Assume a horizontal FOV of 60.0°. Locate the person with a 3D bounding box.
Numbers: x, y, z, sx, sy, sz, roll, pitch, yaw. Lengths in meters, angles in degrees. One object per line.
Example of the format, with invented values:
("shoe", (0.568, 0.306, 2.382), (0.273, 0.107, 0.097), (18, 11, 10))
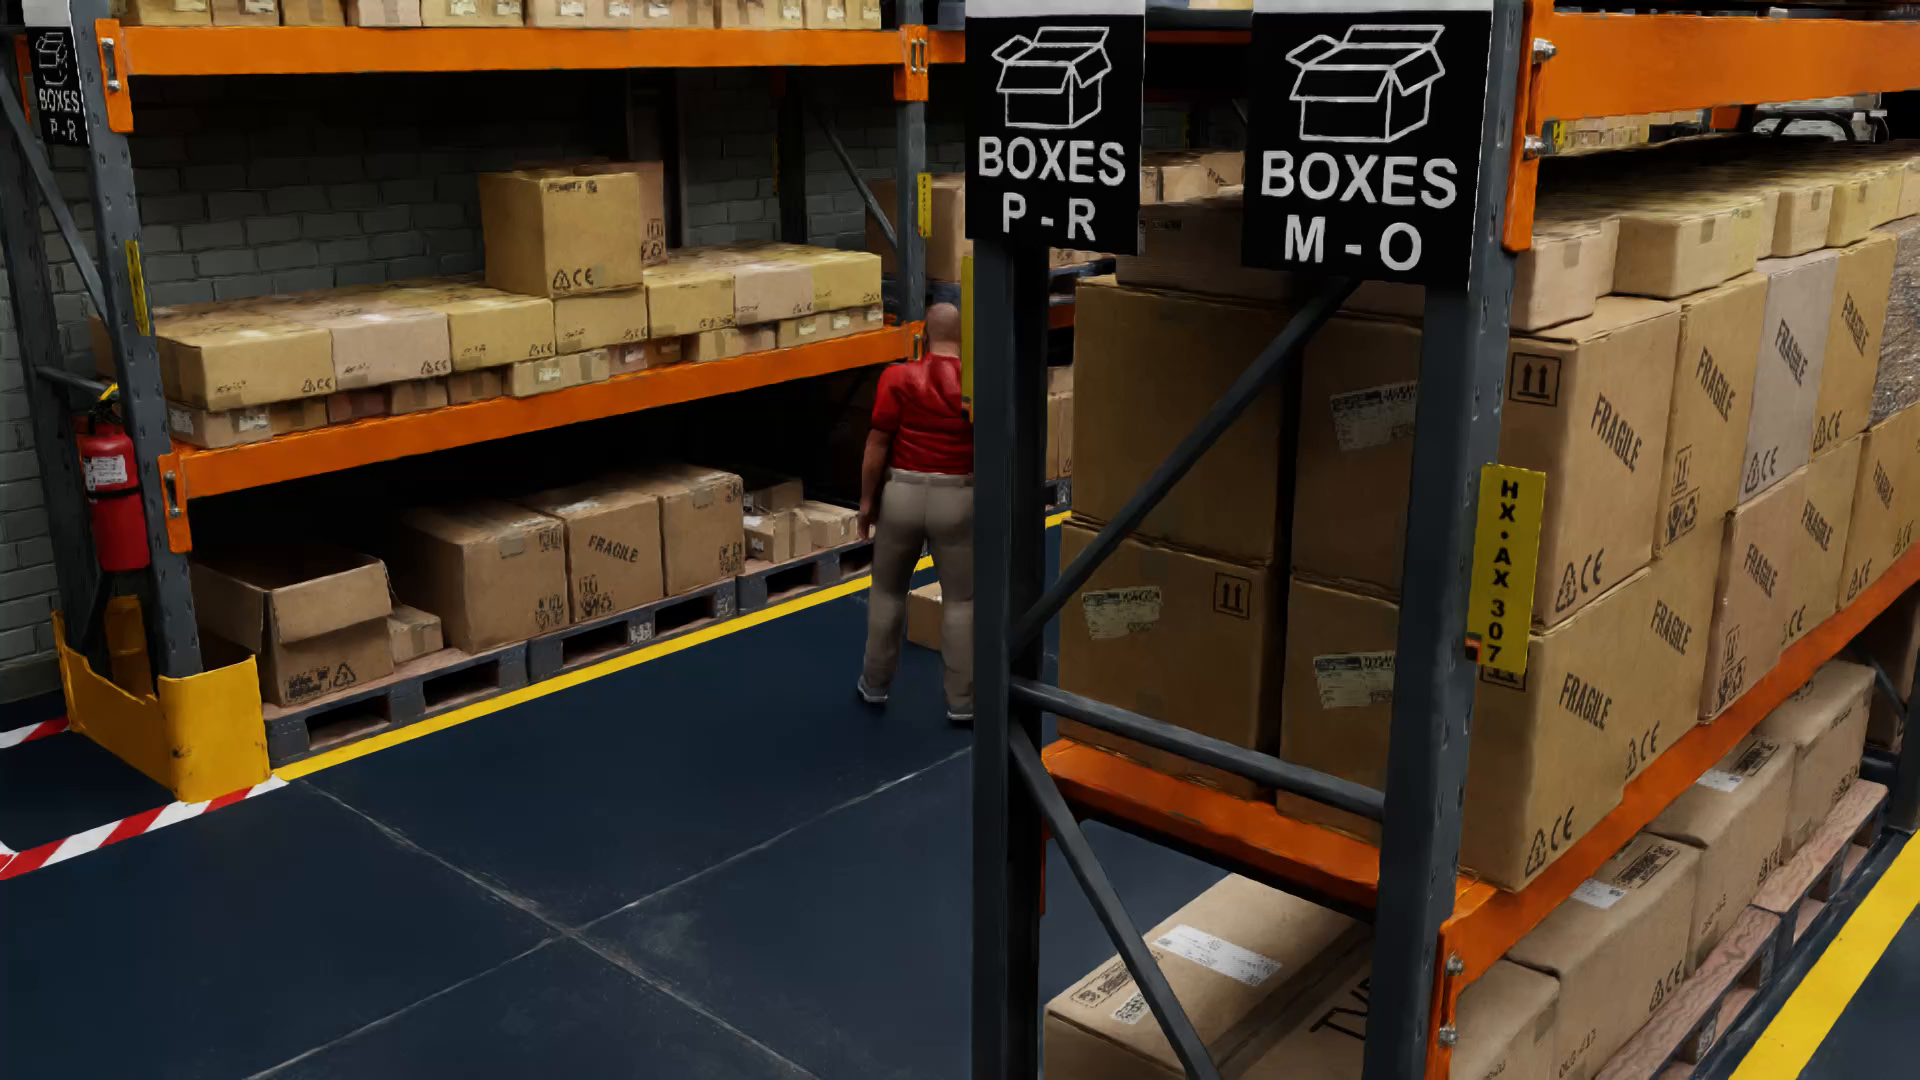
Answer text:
("person", (-0.125, -0.124, 6.909), (0.683, 1.731, 0.455), (2, 17, 6))
